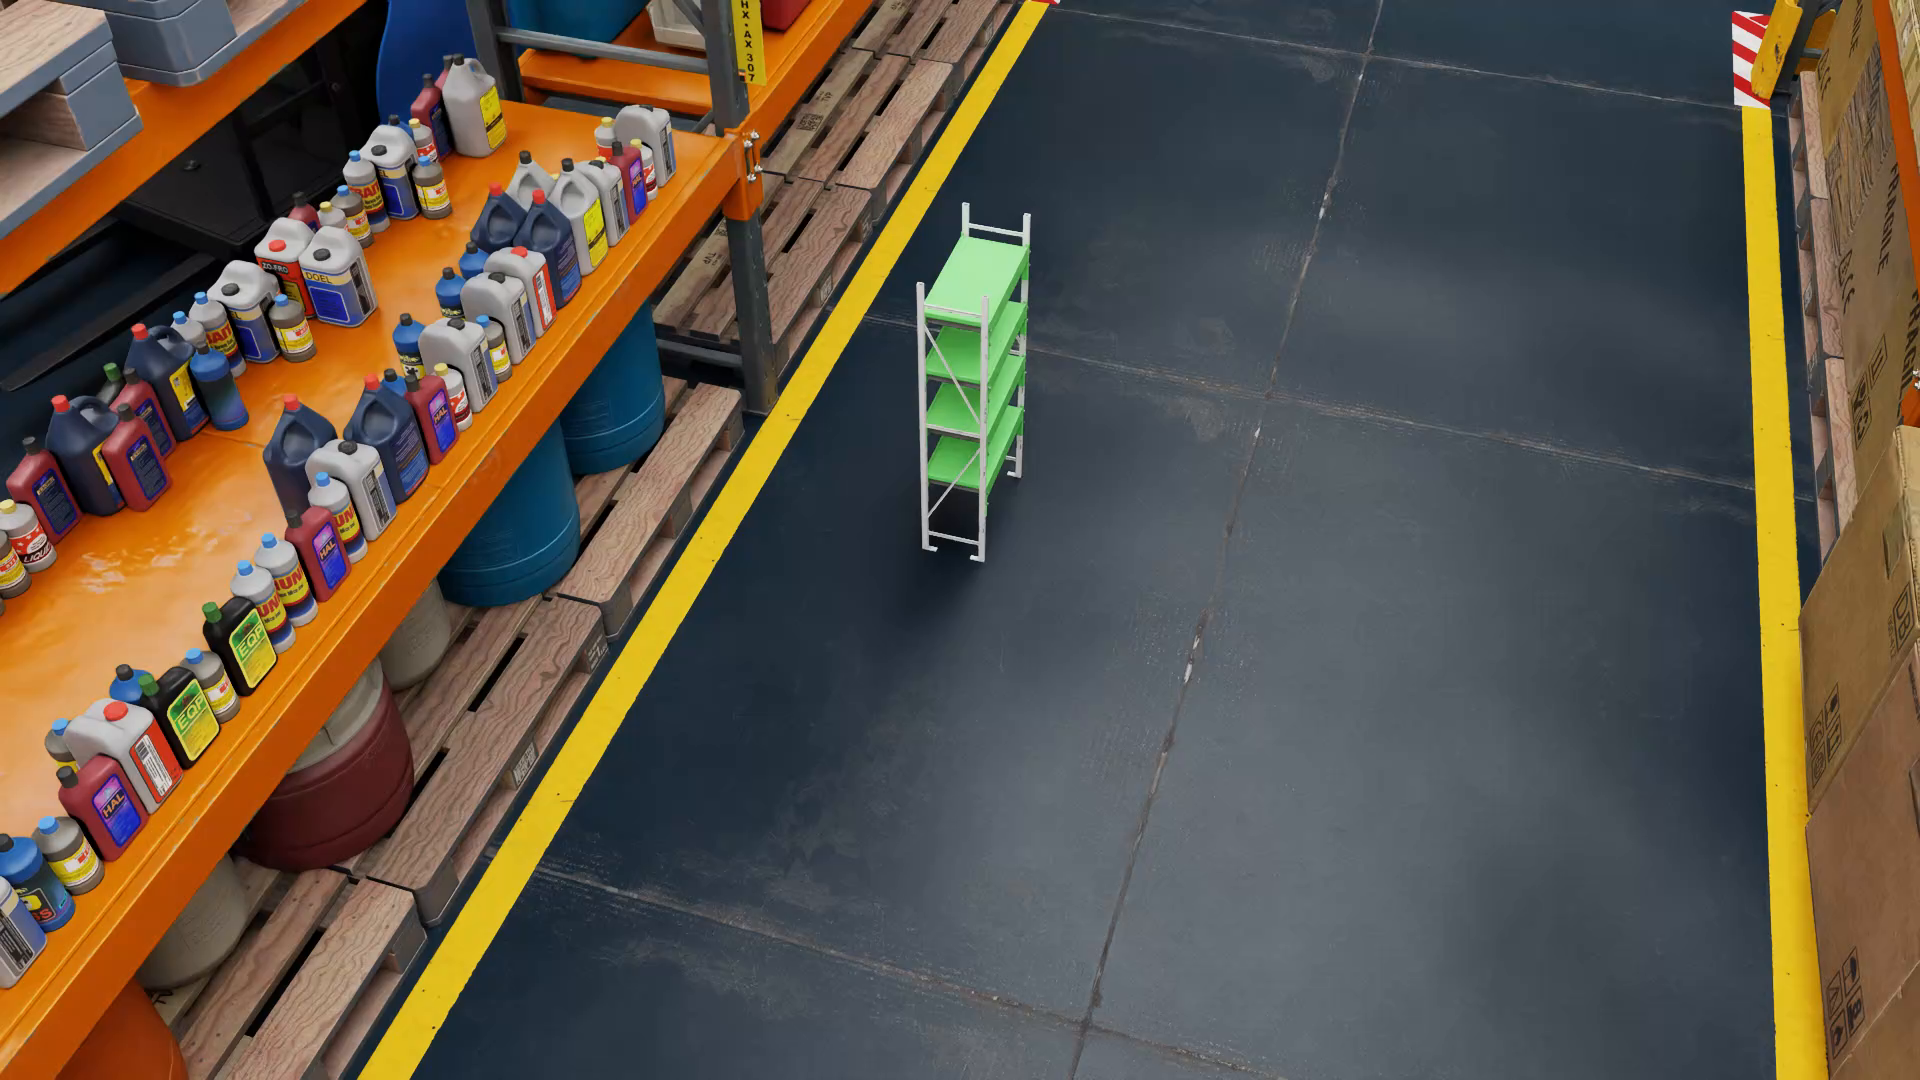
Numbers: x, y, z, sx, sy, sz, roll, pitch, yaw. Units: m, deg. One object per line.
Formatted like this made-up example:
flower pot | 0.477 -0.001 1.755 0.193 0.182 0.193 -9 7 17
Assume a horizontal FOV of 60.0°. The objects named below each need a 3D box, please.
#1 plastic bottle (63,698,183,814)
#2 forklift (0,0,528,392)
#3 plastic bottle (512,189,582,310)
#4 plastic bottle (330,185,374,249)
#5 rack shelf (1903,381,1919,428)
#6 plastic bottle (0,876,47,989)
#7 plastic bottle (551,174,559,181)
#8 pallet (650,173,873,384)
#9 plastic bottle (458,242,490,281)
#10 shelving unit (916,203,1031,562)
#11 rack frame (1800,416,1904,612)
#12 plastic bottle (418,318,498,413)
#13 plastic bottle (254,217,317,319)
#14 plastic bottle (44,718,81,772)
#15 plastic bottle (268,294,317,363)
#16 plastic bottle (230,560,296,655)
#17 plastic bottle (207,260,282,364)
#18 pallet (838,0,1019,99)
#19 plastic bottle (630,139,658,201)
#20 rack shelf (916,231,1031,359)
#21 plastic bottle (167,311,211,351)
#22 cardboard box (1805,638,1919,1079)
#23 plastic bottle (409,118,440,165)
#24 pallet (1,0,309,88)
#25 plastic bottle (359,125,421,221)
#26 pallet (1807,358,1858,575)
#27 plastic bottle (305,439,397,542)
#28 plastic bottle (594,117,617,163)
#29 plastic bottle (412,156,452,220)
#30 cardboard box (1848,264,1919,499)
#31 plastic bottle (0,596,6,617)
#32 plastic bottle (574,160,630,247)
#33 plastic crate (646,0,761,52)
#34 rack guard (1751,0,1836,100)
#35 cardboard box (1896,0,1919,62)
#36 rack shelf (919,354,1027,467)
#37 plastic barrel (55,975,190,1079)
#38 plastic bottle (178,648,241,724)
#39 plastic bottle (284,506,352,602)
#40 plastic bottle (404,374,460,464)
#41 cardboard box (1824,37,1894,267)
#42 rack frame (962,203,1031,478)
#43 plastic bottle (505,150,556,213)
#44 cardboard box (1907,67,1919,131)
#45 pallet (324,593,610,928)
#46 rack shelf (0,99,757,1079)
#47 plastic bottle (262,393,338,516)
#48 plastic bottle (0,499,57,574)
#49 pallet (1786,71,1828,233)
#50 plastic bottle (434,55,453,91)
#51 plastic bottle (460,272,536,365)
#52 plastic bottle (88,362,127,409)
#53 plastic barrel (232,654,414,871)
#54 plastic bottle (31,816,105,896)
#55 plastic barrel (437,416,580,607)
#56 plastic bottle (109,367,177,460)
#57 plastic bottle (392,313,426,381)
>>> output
plastic bottle | -1.872 0.467 3.717 0.152 0.276 0.135 13 46 13
forklift | -3.276 -2.507 6.716 1.130 2.935 3.031 22 48 21
plastic bottle | -1.262 -0.892 5.052 0.144 0.351 0.185 13 46 13
plastic bottle | -1.944 -1.036 5.306 0.097 0.201 0.097 0 44 0
rack shelf | 2.875 0.924 3.675 1.077 0.370 4.000 13 46 13
plastic bottle | -2.012 0.775 3.402 0.152 0.276 0.135 13 46 13
plastic bottle | -1.286 -1.083 5.355 0.097 0.201 0.097 0 44 0
pallet | -1.054 -1.217 7.343 1.003 0.211 1.213 13 46 13
plastic bottle | -1.439 -0.772 4.987 0.097 0.271 0.097 0 44 0
shelving unit | 0.050 -0.539 5.943 0.258 1.200 0.503 13 46 13
rack frame | 3.481 -0.666 4.786 1.000 3.000 0.127 13 46 13
plastic bottle | -1.425 -0.516 4.721 0.152 0.276 0.135 13 46 13
plastic bottle | -2.023 -0.826 5.038 0.152 0.276 0.135 13 46 13
plastic bottle | -1.996 0.480 3.757 0.097 0.201 0.097 0 44 0
plastic bottle | -1.969 -0.631 4.892 0.097 0.201 0.097 0 44 0
plastic bottle | -1.700 0.154 4.039 0.097 0.271 0.097 0 44 0
plastic bottle | -2.093 -0.671 4.880 0.152 0.276 0.135 13 46 13
pallet | -0.315 -2.843 9.005 1.003 0.211 1.213 13 46 13
plastic bottle | -1.060 -1.230 5.504 0.097 0.201 0.097 0 44 0
rack shelf | 0.050 -0.837 5.652 0.258 0.148 0.480 13 46 13
plastic bottle | -2.184 -0.533 4.742 0.097 0.271 0.097 0 44 0
cardboard box | 3.036 0.970 4.333 1.225 0.875 0.875 11 45 11
plastic bottle | -1.815 -1.320 5.597 0.097 0.201 0.097 0 44 0
pallet | -1.724 -1.420 3.547 1.003 0.211 1.213 13 46 13
plastic bottle | -1.854 -1.199 5.419 0.152 0.276 0.135 13 46 13
pallet | 3.786 -0.160 6.262 1.003 0.211 1.213 13 46 13
plastic bottle | -1.592 -0.149 4.346 0.152 0.276 0.135 13 46 13
plastic bottle | -1.175 -1.327 5.603 0.097 0.201 0.097 0 44 0
plastic bottle | -1.729 -1.158 5.431 0.097 0.201 0.097 0 44 0
cardboard box | 3.757 -0.480 5.814 0.875 0.875 0.875 13 46 13
plastic bottle | -2.465 0.111 4.134 0.097 0.201 0.097 0 44 0
plastic bottle | -1.161 -1.096 5.314 0.152 0.276 0.135 13 46 13
plastic crate | -0.962 -1.922 6.215 0.396 0.136 0.243 13 46 13
rack guard | 4.699 -2.455 8.401 1.175 0.500 0.348 13 46 13
cardboard box | 3.728 -1.875 6.201 0.380 0.149 0.250 13 46 13
rack shelf | 0.050 -0.493 5.988 0.258 0.148 0.480 13 46 13
plastic barrel | -2.319 1.247 4.082 0.600 0.830 0.708 13 46 13
plastic bottle | -1.770 0.333 3.907 0.097 0.201 0.097 0 44 0
plastic bottle | -1.618 0.012 4.176 0.061 0.283 0.133 13 46 13
plastic bottle | -1.452 -0.354 4.551 0.061 0.283 0.133 13 46 13
cardboard box | 4.299 -1.673 7.034 0.875 0.875 0.875 13 46 13
rack frame | 0.124 -0.702 6.109 0.240 1.200 0.015 13 46 13
plastic bottle | -1.343 -1.046 5.210 0.144 0.351 0.185 13 46 13
cardboard box | 3.572 -1.535 5.854 0.380 0.149 0.250 13 46 13
pallet | -1.881 0.603 5.483 1.003 0.211 1.213 13 46 13
rack shelf | -1.845 -0.125 4.747 1.077 0.370 4.000 13 46 13
plastic bottle | -1.725 -0.224 4.369 0.144 0.351 0.185 13 46 13
plastic bottle | -2.406 -0.019 4.267 0.097 0.201 0.097 0 44 0
pallet | 4.525 -1.786 7.924 1.003 0.211 1.213 13 46 13
plastic bottle | -1.757 -1.519 5.741 0.061 0.283 0.133 13 46 13
plastic bottle | -1.355 -0.670 4.879 0.152 0.276 0.135 13 46 13
plastic bottle | -2.292 -0.341 4.537 0.061 0.283 0.133 13 46 13
plastic barrel | -1.977 0.580 4.936 0.600 0.588 0.708 13 46 13
plastic bottle | -1.921 0.666 3.567 0.097 0.201 0.097 0 44 0
plastic barrel | -1.635 -0.284 5.596 0.600 0.901 0.708 13 46 13
plastic bottle | -2.234 -0.328 4.524 0.061 0.283 0.133 13 46 13
plastic bottle | -1.550 -0.528 4.737 0.097 0.271 0.097 0 44 0
